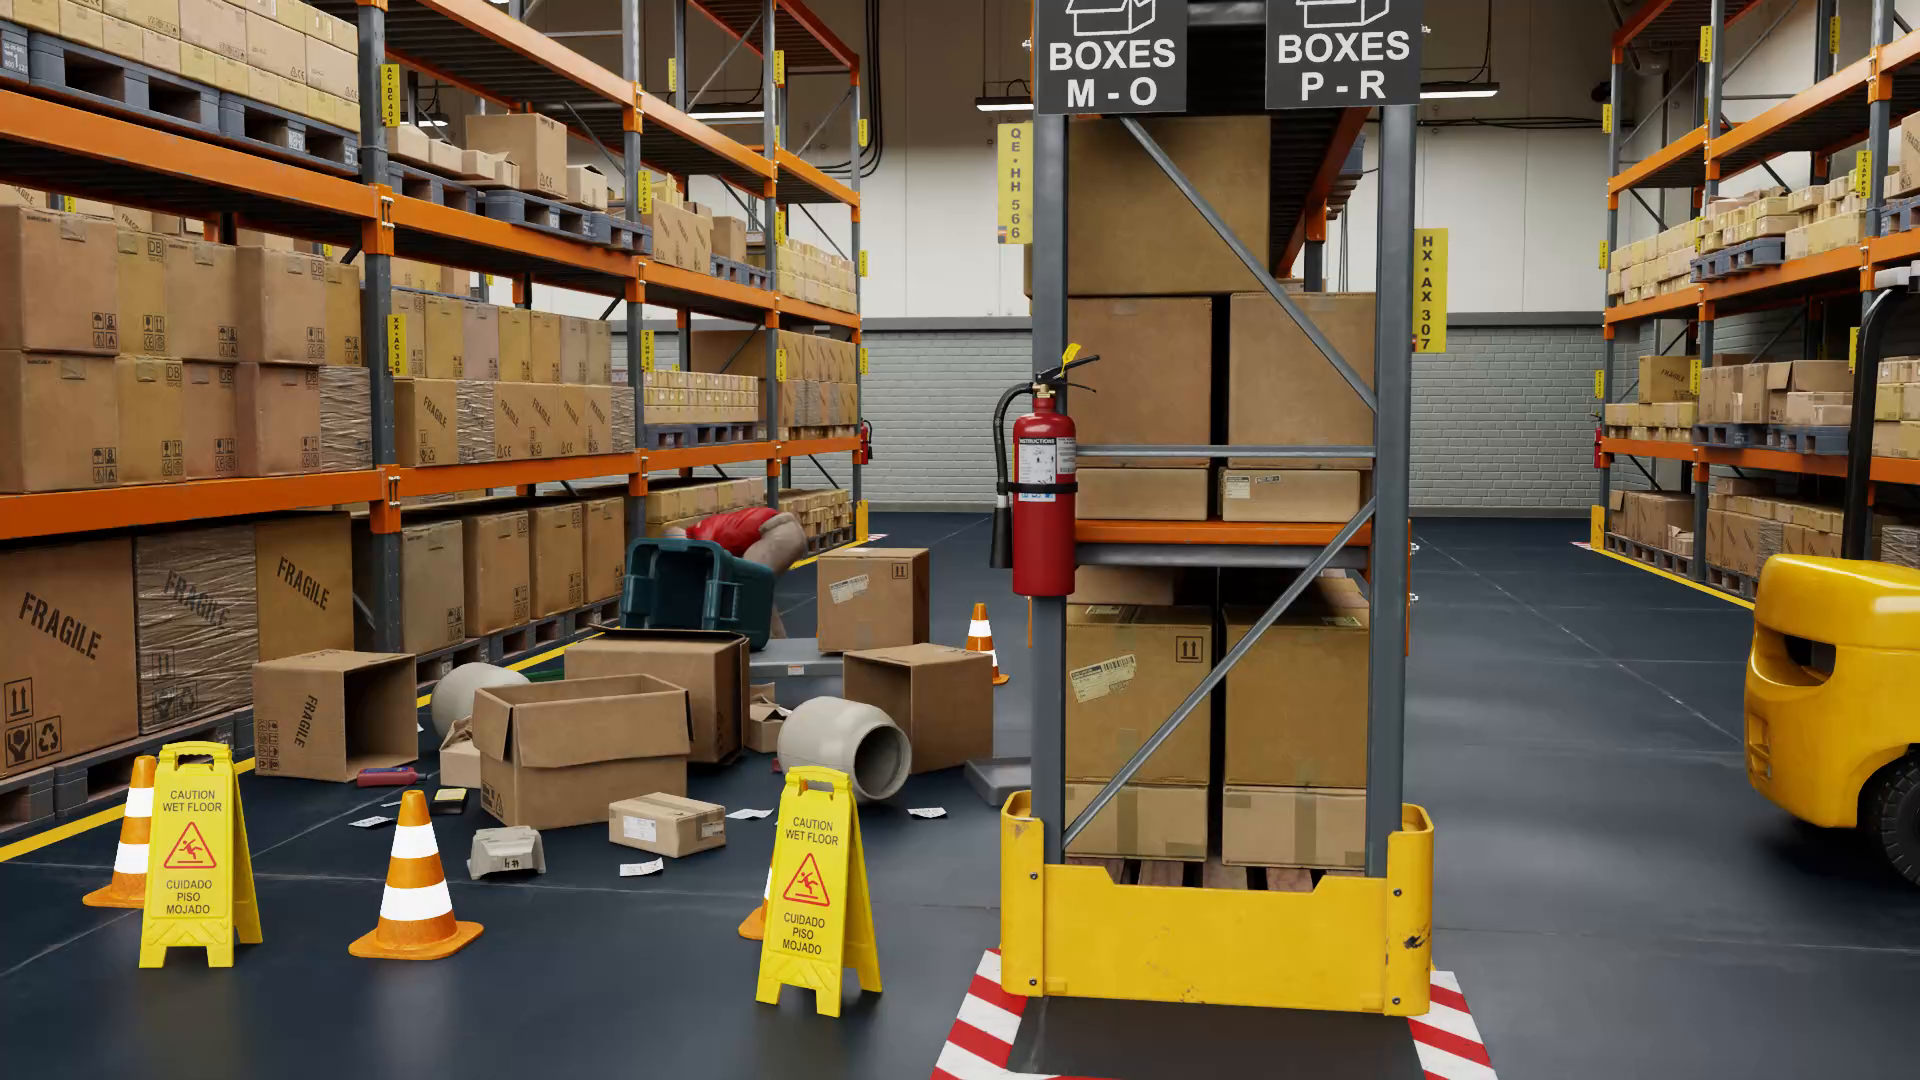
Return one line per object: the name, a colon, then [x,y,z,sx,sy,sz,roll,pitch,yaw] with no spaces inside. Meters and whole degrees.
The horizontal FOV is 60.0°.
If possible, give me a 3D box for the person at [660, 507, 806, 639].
person: [-1.500,0.278,10.957,0.959,0.989,0.528,0,4,6]
